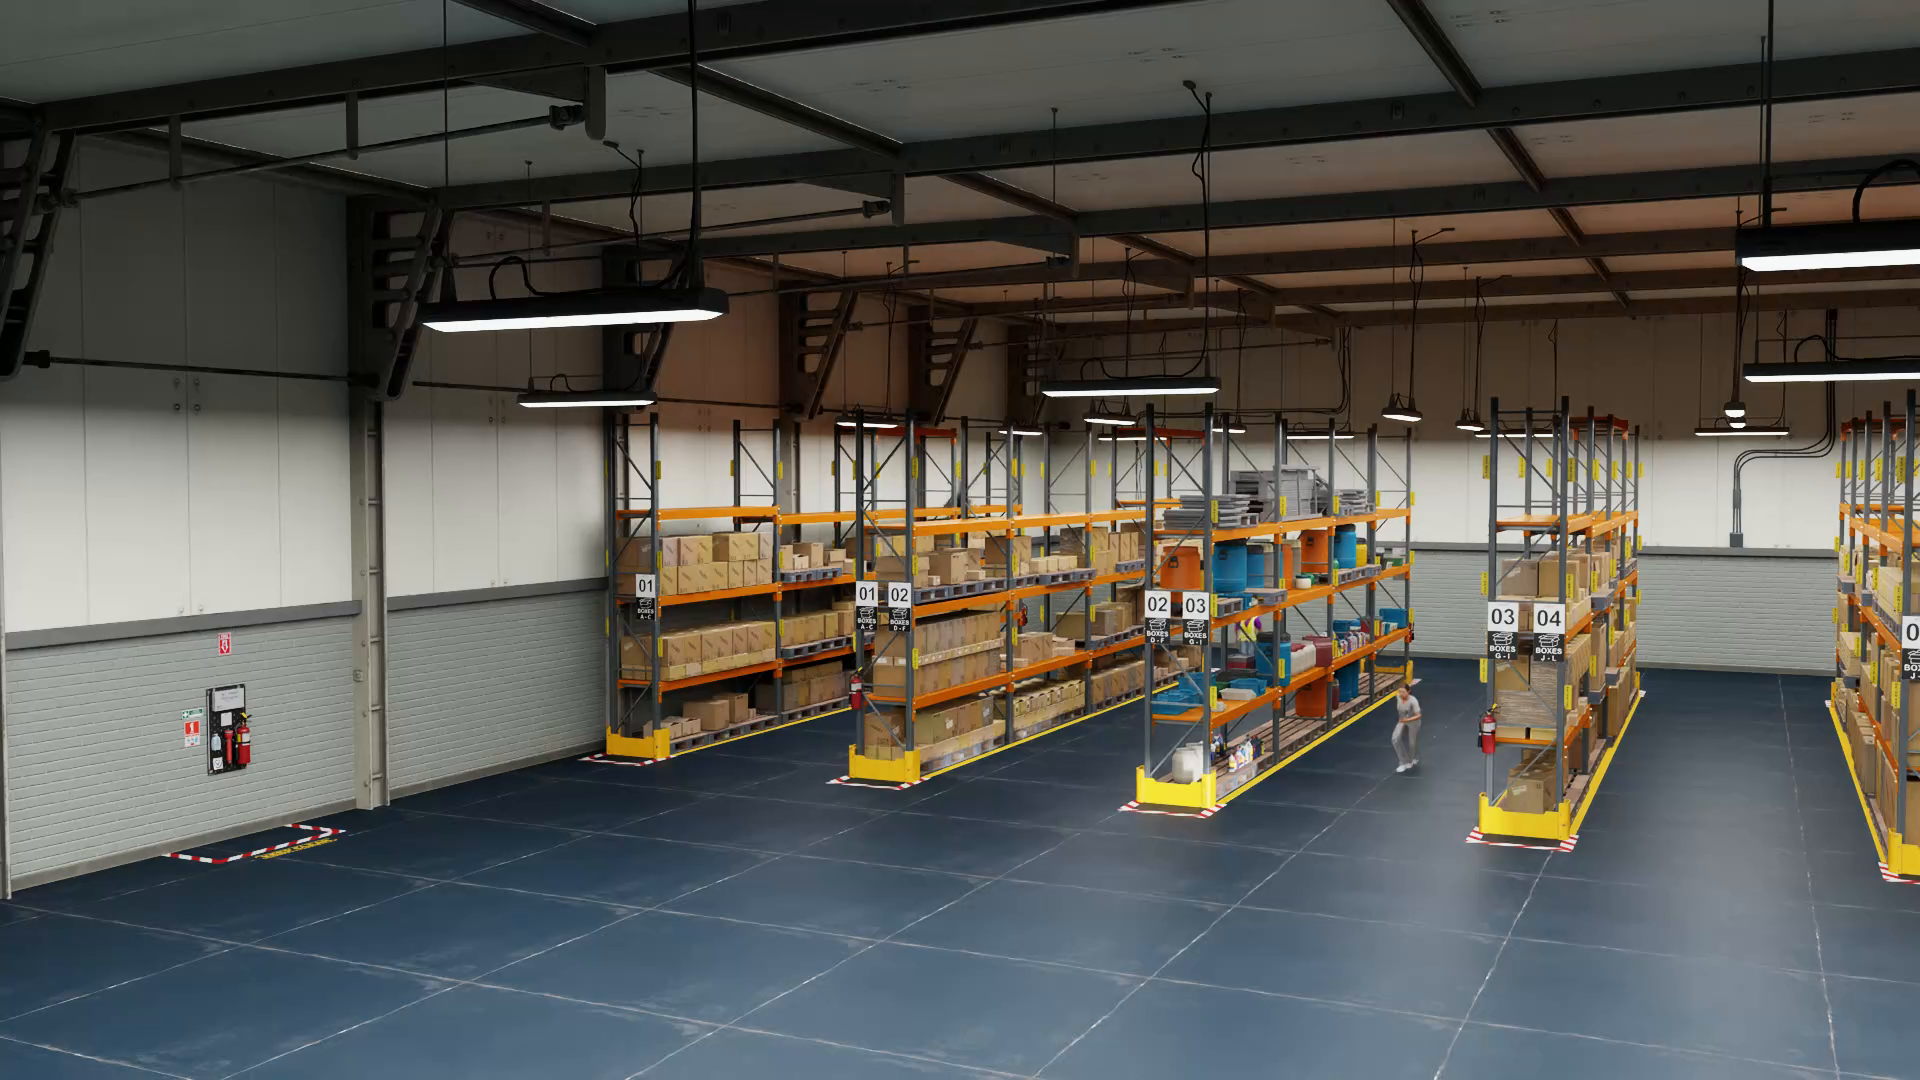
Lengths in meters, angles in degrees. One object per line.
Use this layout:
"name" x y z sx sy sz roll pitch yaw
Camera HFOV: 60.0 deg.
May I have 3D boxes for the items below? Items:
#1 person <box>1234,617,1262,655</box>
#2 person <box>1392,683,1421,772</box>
"person" 6.987 2.443 40.395 0.659 1.707 0.658 1 3 18
"person" 7.485 3.063 27.591 0.550 1.477 1.079 2 3 38
